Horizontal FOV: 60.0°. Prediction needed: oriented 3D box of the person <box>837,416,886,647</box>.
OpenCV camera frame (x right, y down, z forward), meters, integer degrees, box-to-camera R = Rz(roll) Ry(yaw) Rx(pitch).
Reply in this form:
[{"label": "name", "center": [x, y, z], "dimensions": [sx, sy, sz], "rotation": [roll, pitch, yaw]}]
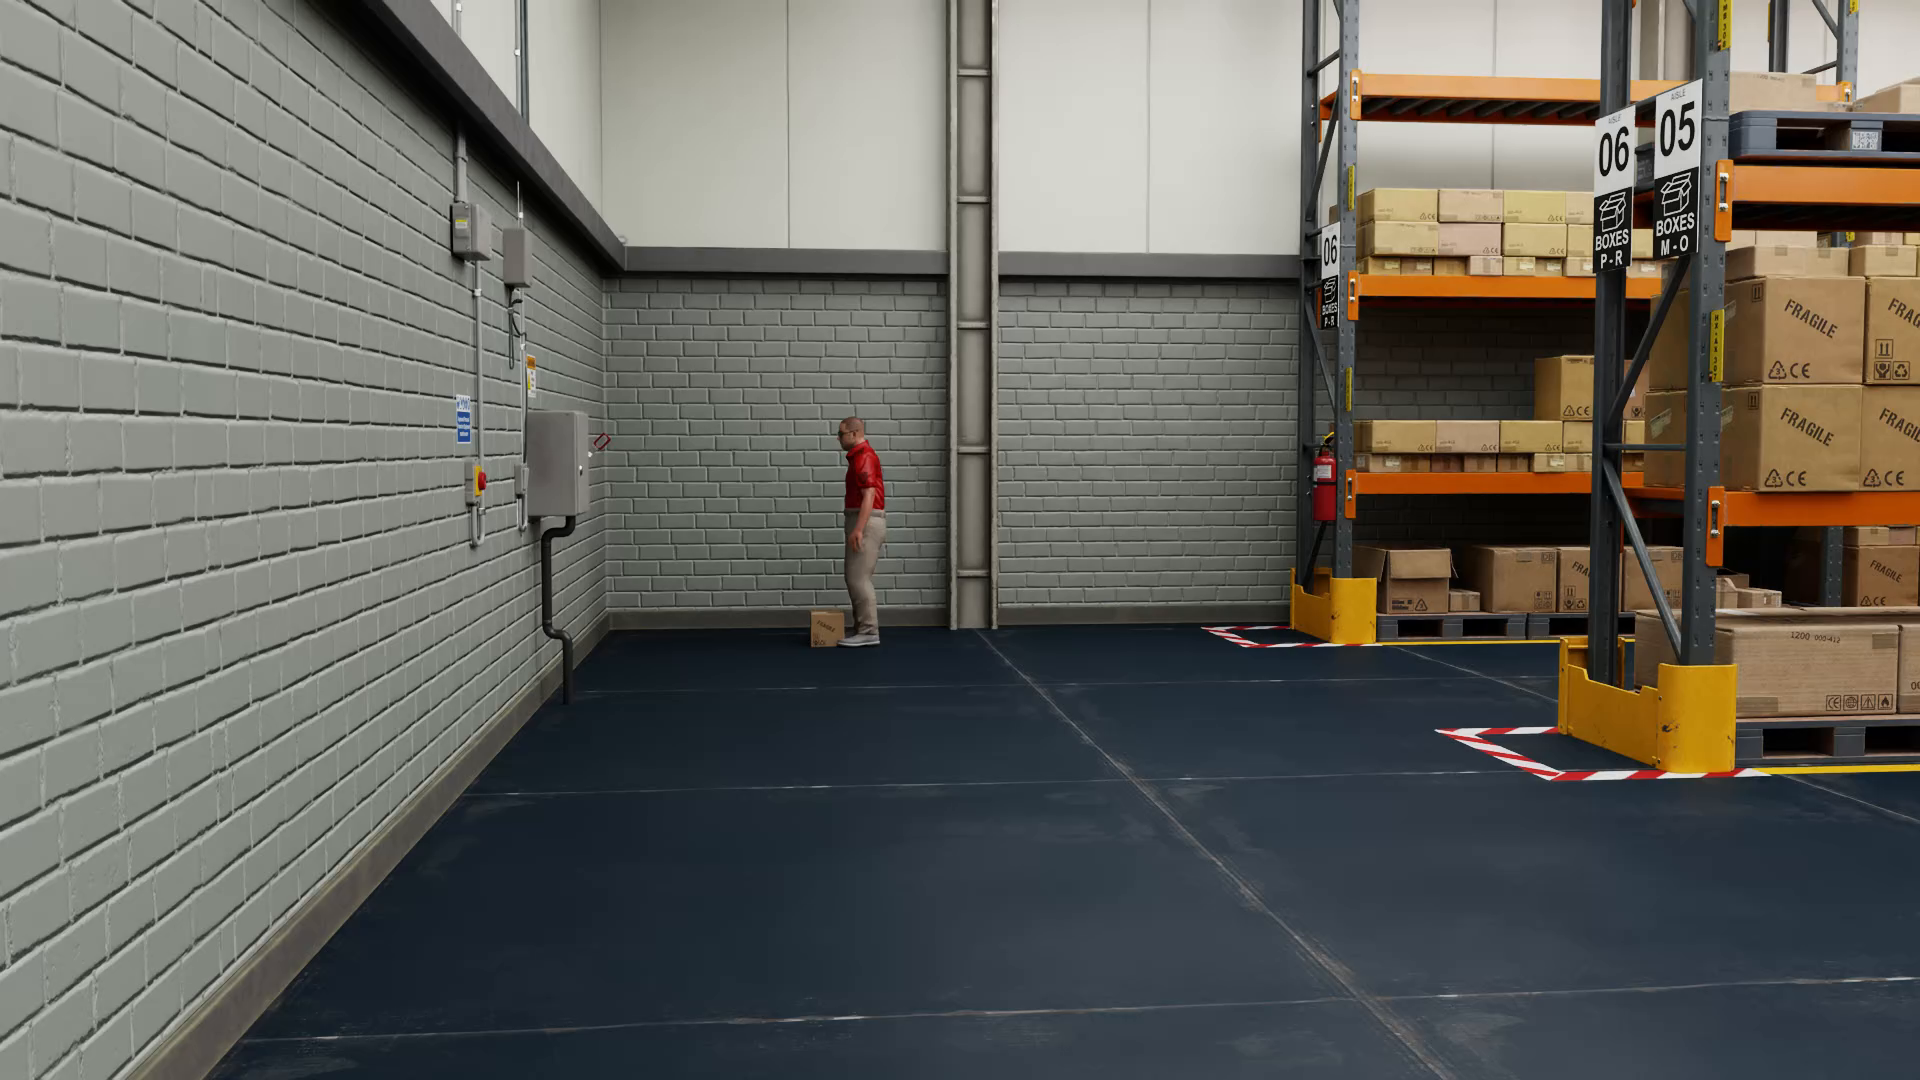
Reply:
[{"label": "person", "center": [-0.759, -0.070, 12.598], "dimensions": [0.394, 1.727, 0.587], "rotation": [0, 3, -6]}]
